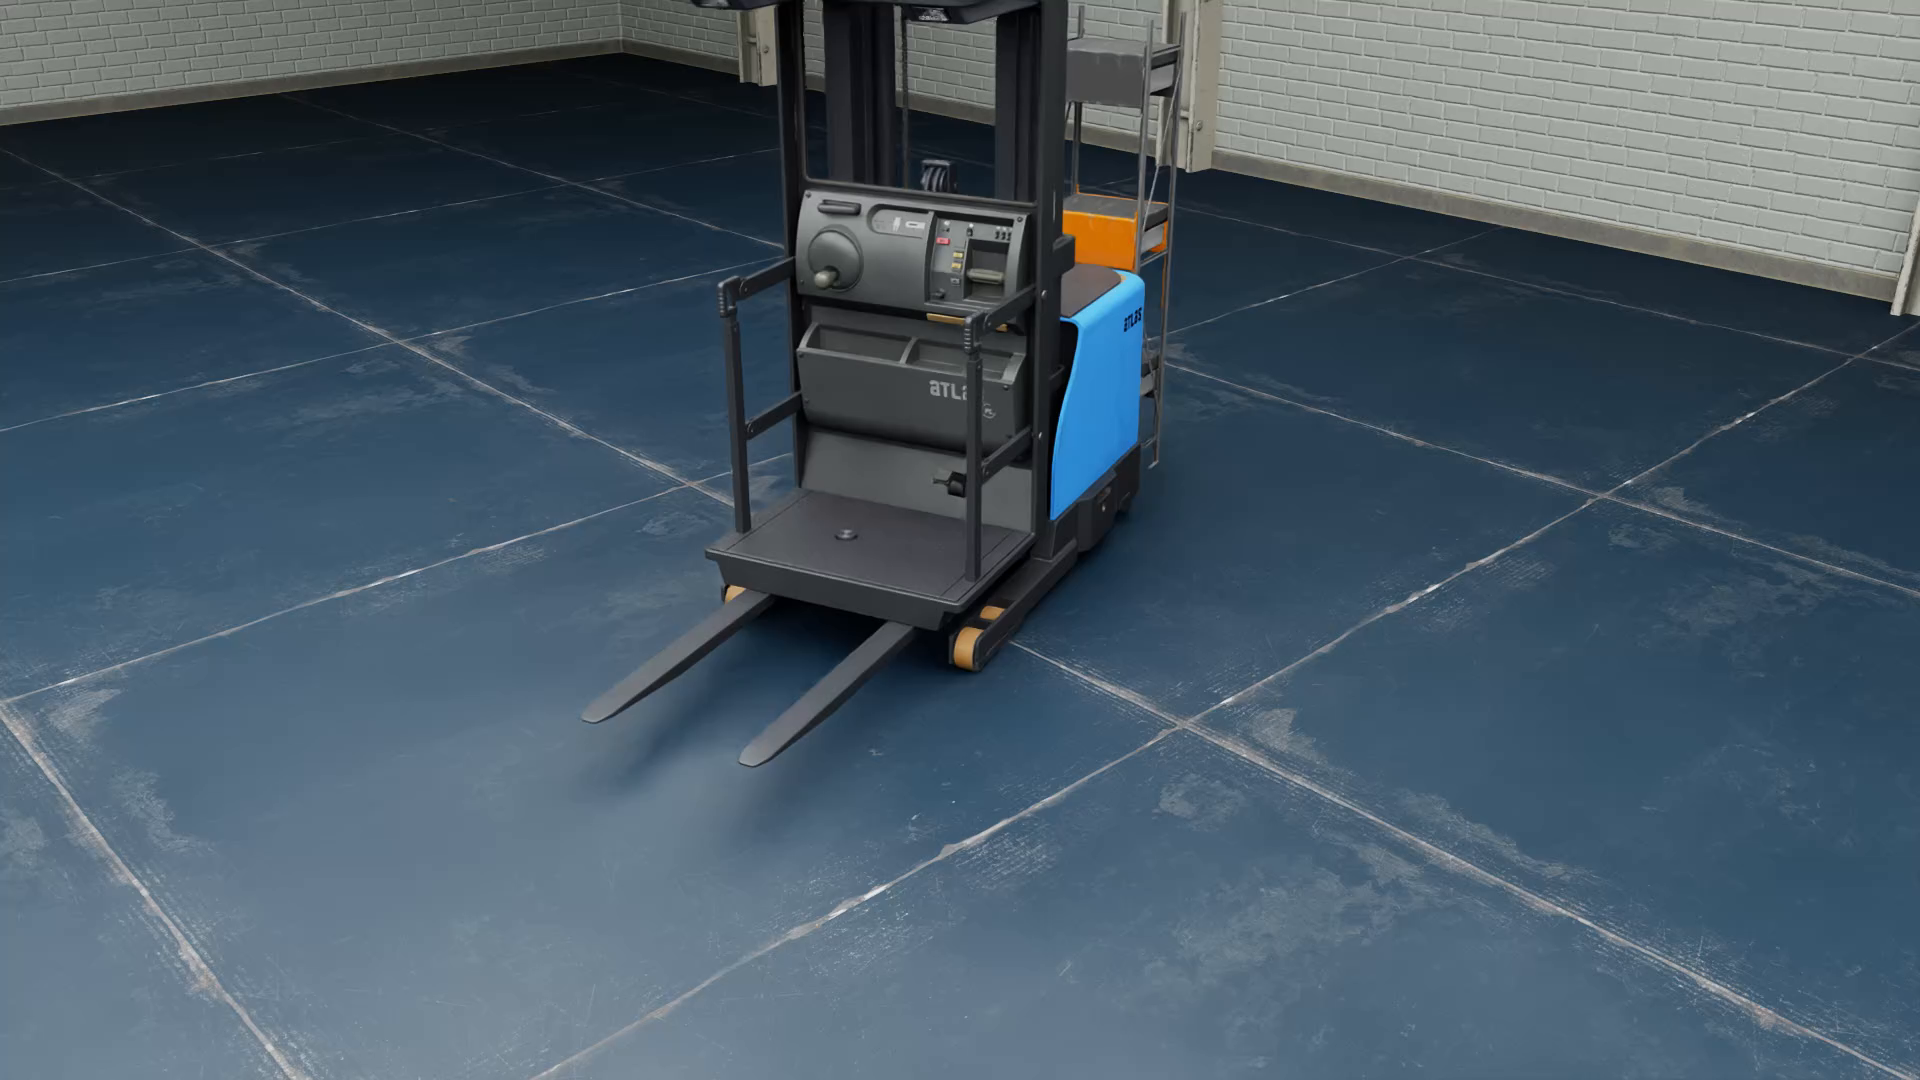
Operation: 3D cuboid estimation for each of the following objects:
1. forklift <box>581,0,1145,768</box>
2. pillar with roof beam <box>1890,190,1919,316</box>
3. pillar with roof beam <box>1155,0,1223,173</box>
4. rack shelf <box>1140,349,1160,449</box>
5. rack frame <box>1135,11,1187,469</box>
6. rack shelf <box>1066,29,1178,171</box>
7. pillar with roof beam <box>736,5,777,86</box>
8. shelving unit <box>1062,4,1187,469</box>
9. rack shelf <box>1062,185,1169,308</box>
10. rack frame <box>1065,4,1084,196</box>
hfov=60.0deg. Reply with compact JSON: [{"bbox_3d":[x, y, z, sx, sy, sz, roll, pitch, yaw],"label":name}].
[{"bbox_3d":[-0.282,-1.052,6.025,1.130,2.935,3.031,11,27,23],"label":"forklift"},{"bbox_3d":[2.881,-4.262,5.750,9.100,9.000,0.400,-21,32,-38],"label":"pillar with roof beam"},{"bbox_3d":[-1.220,-6.080,9.734,9.100,9.000,0.400,-21,32,-38],"label":"pillar with roof beam"},{"bbox_3d":[0.648,-0.662,7.878,0.480,0.518,0.431,13,26,26],"label":"rack shelf"},{"bbox_3d":[0.870,-1.267,7.486,0.015,2.100,0.400,13,26,26],"label":"rack frame"},{"bbox_3d":[0.664,-1.945,7.319,0.480,0.518,0.431,13,26,26],"label":"rack shelf"},{"bbox_3d":[-5.321,-7.897,13.719,9.100,9.000,0.400,-21,32,-38],"label":"pillar with roof beam"},{"bbox_3d":[0.657,-1.316,7.593,0.503,2.100,0.431,13,26,26],"label":"shelving unit"},{"bbox_3d":[0.656,-1.304,7.598,0.480,0.518,0.431,13,26,26],"label":"rack shelf"},{"bbox_3d":[0.443,-1.365,7.700,0.015,2.100,0.400,13,26,26],"label":"rack frame"}]
